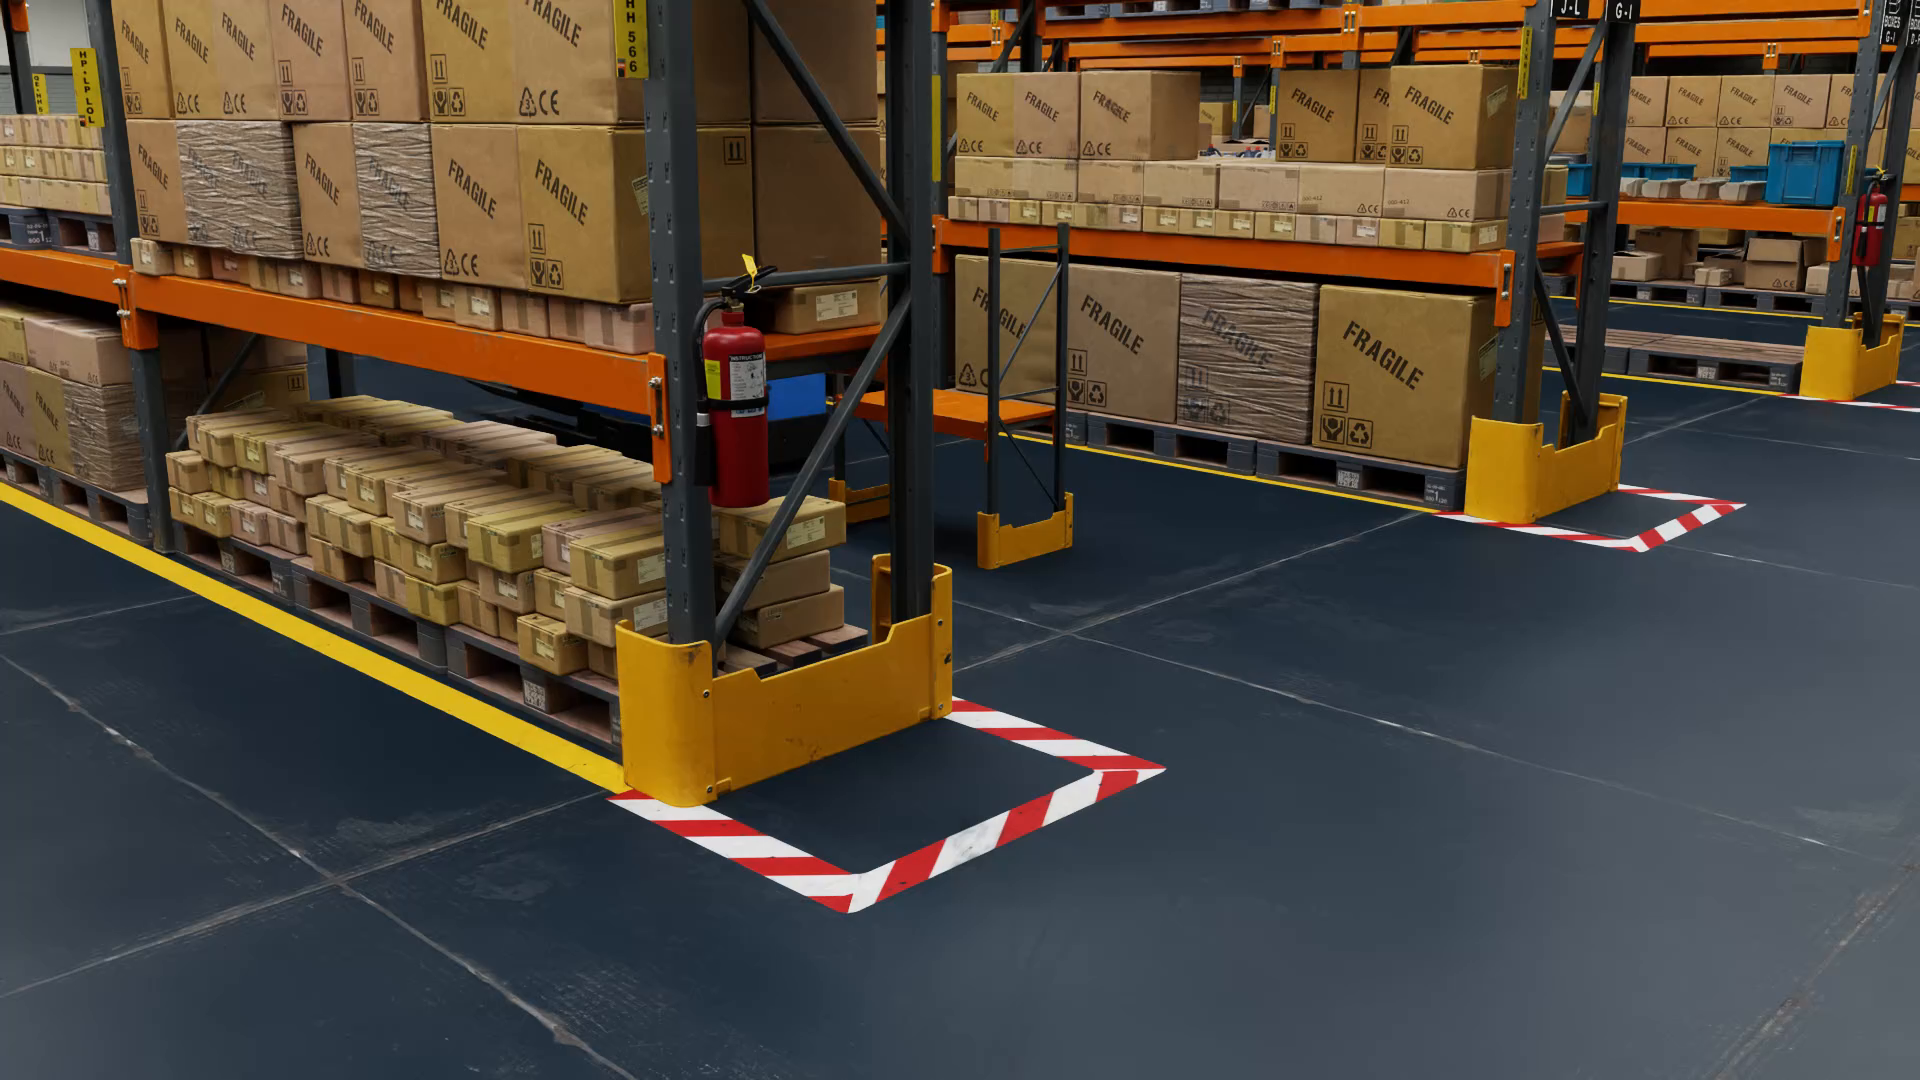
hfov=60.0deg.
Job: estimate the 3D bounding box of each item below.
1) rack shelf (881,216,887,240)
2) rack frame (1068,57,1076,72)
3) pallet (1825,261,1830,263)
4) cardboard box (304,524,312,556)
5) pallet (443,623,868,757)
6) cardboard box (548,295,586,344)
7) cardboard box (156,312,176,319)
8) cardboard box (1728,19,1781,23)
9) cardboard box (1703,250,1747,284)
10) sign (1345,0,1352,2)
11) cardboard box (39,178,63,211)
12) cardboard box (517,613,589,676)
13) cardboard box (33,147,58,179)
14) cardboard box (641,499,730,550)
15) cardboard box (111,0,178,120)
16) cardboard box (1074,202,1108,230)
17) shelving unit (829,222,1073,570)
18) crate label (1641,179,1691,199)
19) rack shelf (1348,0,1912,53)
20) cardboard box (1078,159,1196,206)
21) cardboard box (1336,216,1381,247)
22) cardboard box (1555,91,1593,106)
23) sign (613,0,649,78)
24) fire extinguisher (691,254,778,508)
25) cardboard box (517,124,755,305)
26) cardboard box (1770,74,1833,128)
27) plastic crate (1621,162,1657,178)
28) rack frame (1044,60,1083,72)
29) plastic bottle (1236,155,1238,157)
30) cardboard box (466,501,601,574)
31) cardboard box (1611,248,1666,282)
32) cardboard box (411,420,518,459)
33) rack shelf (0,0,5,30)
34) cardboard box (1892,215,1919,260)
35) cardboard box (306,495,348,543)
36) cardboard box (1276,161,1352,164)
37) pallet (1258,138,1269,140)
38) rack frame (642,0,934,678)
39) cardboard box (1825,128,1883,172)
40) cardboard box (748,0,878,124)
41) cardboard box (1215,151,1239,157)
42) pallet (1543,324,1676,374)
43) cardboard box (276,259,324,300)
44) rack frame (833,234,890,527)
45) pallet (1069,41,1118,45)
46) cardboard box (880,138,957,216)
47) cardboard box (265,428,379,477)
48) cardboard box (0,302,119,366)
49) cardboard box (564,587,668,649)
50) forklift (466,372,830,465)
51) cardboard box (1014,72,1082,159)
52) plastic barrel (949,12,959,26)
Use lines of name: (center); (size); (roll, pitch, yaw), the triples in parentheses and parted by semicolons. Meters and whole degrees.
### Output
rack shelf: (-1.278, -2.362, 12.476); (4.000, 0.370, 1.077); (14, 20, 42)
rack frame: (1.281, -5.558, 23.314); (0.127, 3.000, 1.000); (14, 20, 42)
pallet: (10.969, -3.561, 21.180); (1.213, 0.211, 1.003); (14, 20, 42)
cardboard box: (-2.473, -0.023, 6.892); (0.250, 0.149, 0.380); (13, 19, 40)
pallet: (-1.089, 0.410, 5.941); (1.213, 0.211, 1.003); (14, 20, 42)
cardboard box: (-1.058, -0.712, 5.215); (0.250, 0.149, 0.380); (14, 20, 42)
cardboard box: (-4.088, -1.104, 8.859); (0.500, 0.250, 0.500); (-14, 20, -43)
cardboard box: (7.935, -5.231, 16.407); (0.500, 0.250, 0.500); (14, 20, 42)
cardboard box: (8.187, -2.890, 17.535); (0.500, 0.311, 0.500); (14, 20, 42)
sign: (3.216, -4.616, 13.731); (0.005, 0.325, 0.100); (14, 20, 42)
cardboard box: (-4.323, -1.726, 8.274); (0.250, 0.149, 0.380); (12, 19, 39)
cardboard box: (-1.254, 0.318, 5.585); (0.380, 0.149, 0.250); (-14, 20, -42)
cardboard box: (-4.344, -1.874, 8.251); (0.250, 0.149, 0.380); (13, 19, 40)
cardboard box: (-0.898, -0.069, 5.890); (0.380, 0.149, 0.250); (-14, 20, -43)
cardboard box: (-3.198, -2.031, 7.006); (0.500, 0.500, 0.500); (-14, 20, -43)
cardboard box: (0.898, -1.944, 9.944); (0.250, 0.149, 0.380); (13, 20, 41)
shelving unit: (-0.055, -0.739, 7.794); (1.083, 1.500, 0.587); (14, 20, 42)
crate label: (5.350, -2.668, 12.628); (0.243, 0.136, 0.396); (14, 20, 42)
rack shelf: (5.039, -4.013, 12.862); (4.000, 0.370, 1.077); (14, 20, 42)
cardboard box: (1.049, -2.124, 9.844); (0.500, 0.250, 0.500); (-14, 20, -43)
cardboard box: (2.187, -1.631, 8.741); (0.250, 0.149, 0.380); (14, 20, 42)
cardboard box: (8.494, -6.016, 22.755); (0.500, 0.250, 0.500); (14, 20, 43)
sign: (-0.874, -1.394, 4.409); (0.005, 0.325, 0.100); (14, 20, 42)
fire extinguisher: (-0.613, -0.432, 4.534); (0.183, 0.674, 0.296); (14, 20, 42)
cardboard box: (-0.977, -1.002, 5.041); (0.500, 0.500, 0.500); (-14, 20, -43)
cardboard box: (8.298, -4.286, 16.251); (0.500, 0.500, 0.500); (-14, 20, -42)
plastic crate: (5.366, -2.893, 13.301); (0.300, 0.233, 0.416); (14, 20, 42)
rack frame: (1.837, -7.158, 29.454); (0.127, 3.000, 1.000); (14, 20, 42)
plastic bottle: (2.538, -3.386, 15.232); (0.097, 0.271, 0.097); (0, 15, 0)
cardboard box: (-1.447, -0.013, 5.673); (0.250, 0.149, 0.380); (13, 20, 41)
cardboard box: (7.192, -2.957, 17.792); (0.500, 0.311, 0.500); (14, 20, 42)
cardboard box: (-2.130, -0.404, 7.176); (0.250, 0.149, 0.380); (12, 19, 40)
rack shelf: (-7.673, -3.631, 11.398); (4.000, 0.370, 1.077); (14, 20, 42)
cardboard box: (11.670, -3.723, 20.396); (0.700, 0.500, 0.500); (-14, 20, -43)
cardboard box: (-2.359, -0.104, 6.613); (0.250, 0.149, 0.380); (13, 20, 42)
cardboard box: (2.145, -2.043, 9.532); (0.500, 0.250, 0.500); (13, 19, 40)
pallet: (5.166, -6.205, 26.177); (1.213, 0.211, 1.003); (14, 20, 42)
rack frame: (-0.474, -0.778, 4.968); (0.127, 3.000, 1.000); (14, 20, 42)
cardboard box: (8.677, -3.714, 16.038); (0.500, 0.500, 0.500); (14, 20, 43)
cardboard box: (-0.613, -1.581, 5.279); (0.500, 0.500, 0.500); (14, 20, 42)
cardboard box: (3.321, -4.844, 21.071); (0.250, 0.149, 0.380); (14, 20, 42)
pallet: (5.038, -1.575, 13.558); (1.213, 0.211, 1.003); (14, 20, 42)
cardboard box: (-2.395, -1.026, 6.418); (0.380, 0.149, 0.250); (-13, 20, -42)
rack frame: (-0.427, -0.830, 8.142); (0.032, 1.500, 0.500); (14, 20, 42)
pallet: (1.925, -6.765, 22.377); (1.217, 0.209, 0.805); (13, 19, 40)
cardboard box: (-0.365, -2.441, 11.154); (0.500, 0.500, 0.500); (14, 20, 42)
cardboard box: (-2.673, -0.356, 6.990); (0.250, 0.149, 0.380); (13, 19, 41)
cardboard box: (-4.817, -1.101, 8.847); (0.500, 0.250, 0.500); (13, 19, 40)
cardboard box: (-1.052, 0.214, 5.393); (0.250, 0.149, 0.380); (13, 19, 41)
forklift: (-2.085, -2.050, 9.988); (1.130, 2.935, 3.031); (-12, 19, -39)
cardboard box: (0.678, -2.577, 10.093); (0.500, 0.500, 0.500); (14, 20, 42)
plastic barrel: (-0.191, -5.916, 17.889); (0.708, 0.830, 0.600); (14, 20, 42)
